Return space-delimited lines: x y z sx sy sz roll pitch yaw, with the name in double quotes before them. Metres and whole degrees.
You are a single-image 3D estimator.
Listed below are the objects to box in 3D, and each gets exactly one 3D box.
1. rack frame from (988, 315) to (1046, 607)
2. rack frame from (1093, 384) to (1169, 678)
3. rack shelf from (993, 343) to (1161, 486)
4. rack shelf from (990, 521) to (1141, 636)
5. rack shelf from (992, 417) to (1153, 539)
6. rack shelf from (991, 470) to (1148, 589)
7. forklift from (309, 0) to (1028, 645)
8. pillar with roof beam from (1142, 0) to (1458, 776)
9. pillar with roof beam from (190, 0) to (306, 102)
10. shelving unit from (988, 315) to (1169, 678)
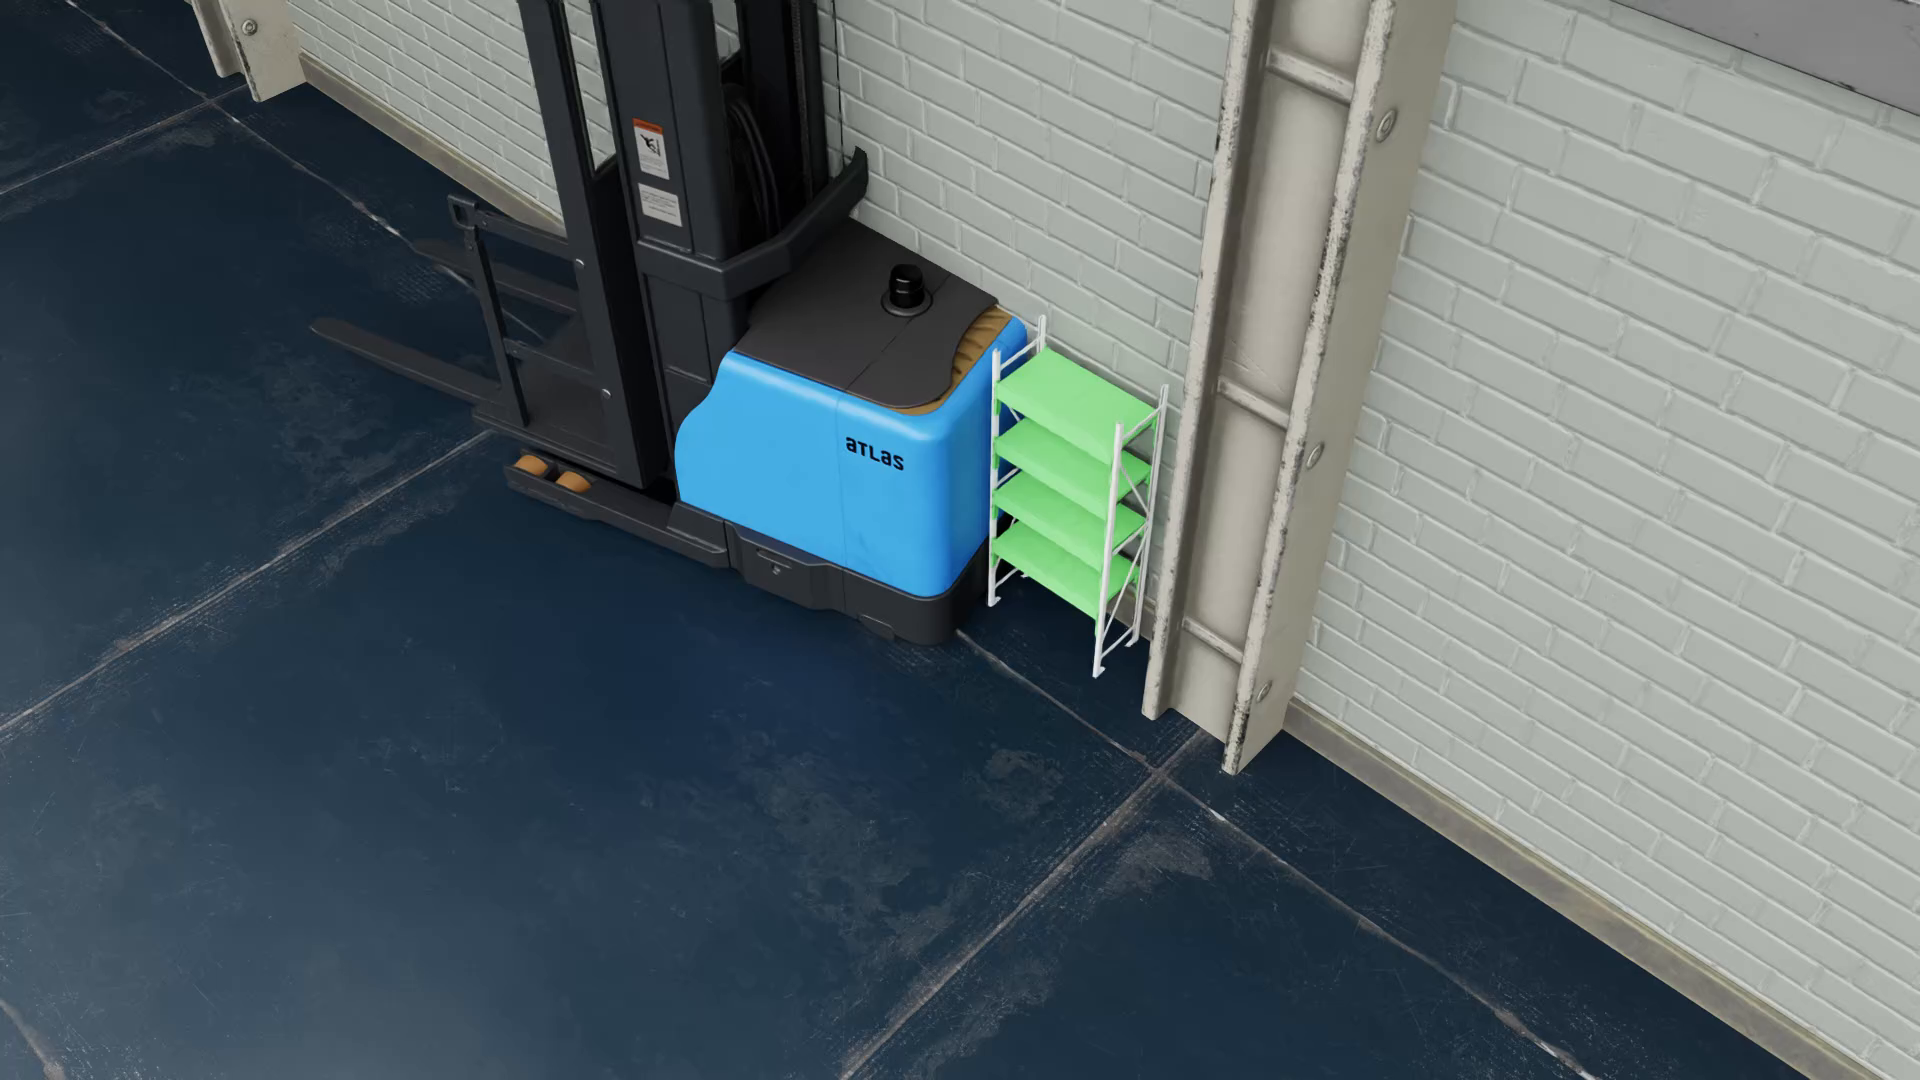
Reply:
"rack frame" 0.187 -0.235 5.647 0.015 1.200 0.240 33 55 27
"rack frame" 0.549 0.004 5.423 0.015 1.200 0.240 33 55 27
"rack shelf" 0.368 -0.400 5.232 0.480 0.148 0.258 33 55 27
"rack shelf" 0.368 0.093 5.757 0.480 0.148 0.258 33 55 27
"rack shelf" 0.368 -0.236 5.407 0.480 0.148 0.258 33 55 27
"rack shelf" 0.368 -0.072 5.582 0.480 0.148 0.258 33 55 27
"forklift" -1.159 -1.416 5.569 3.031 2.935 1.130 21 50 19
"pillar with roof beam" -2.052 -0.169 0.236 0.400 9.000 9.100 34 55 28
"pillar with roof beam" -6.461 -3.136 3.022 0.400 9.000 9.100 34 55 28
"shelving unit" 0.368 -0.115 5.535 0.503 1.200 0.258 33 55 27
